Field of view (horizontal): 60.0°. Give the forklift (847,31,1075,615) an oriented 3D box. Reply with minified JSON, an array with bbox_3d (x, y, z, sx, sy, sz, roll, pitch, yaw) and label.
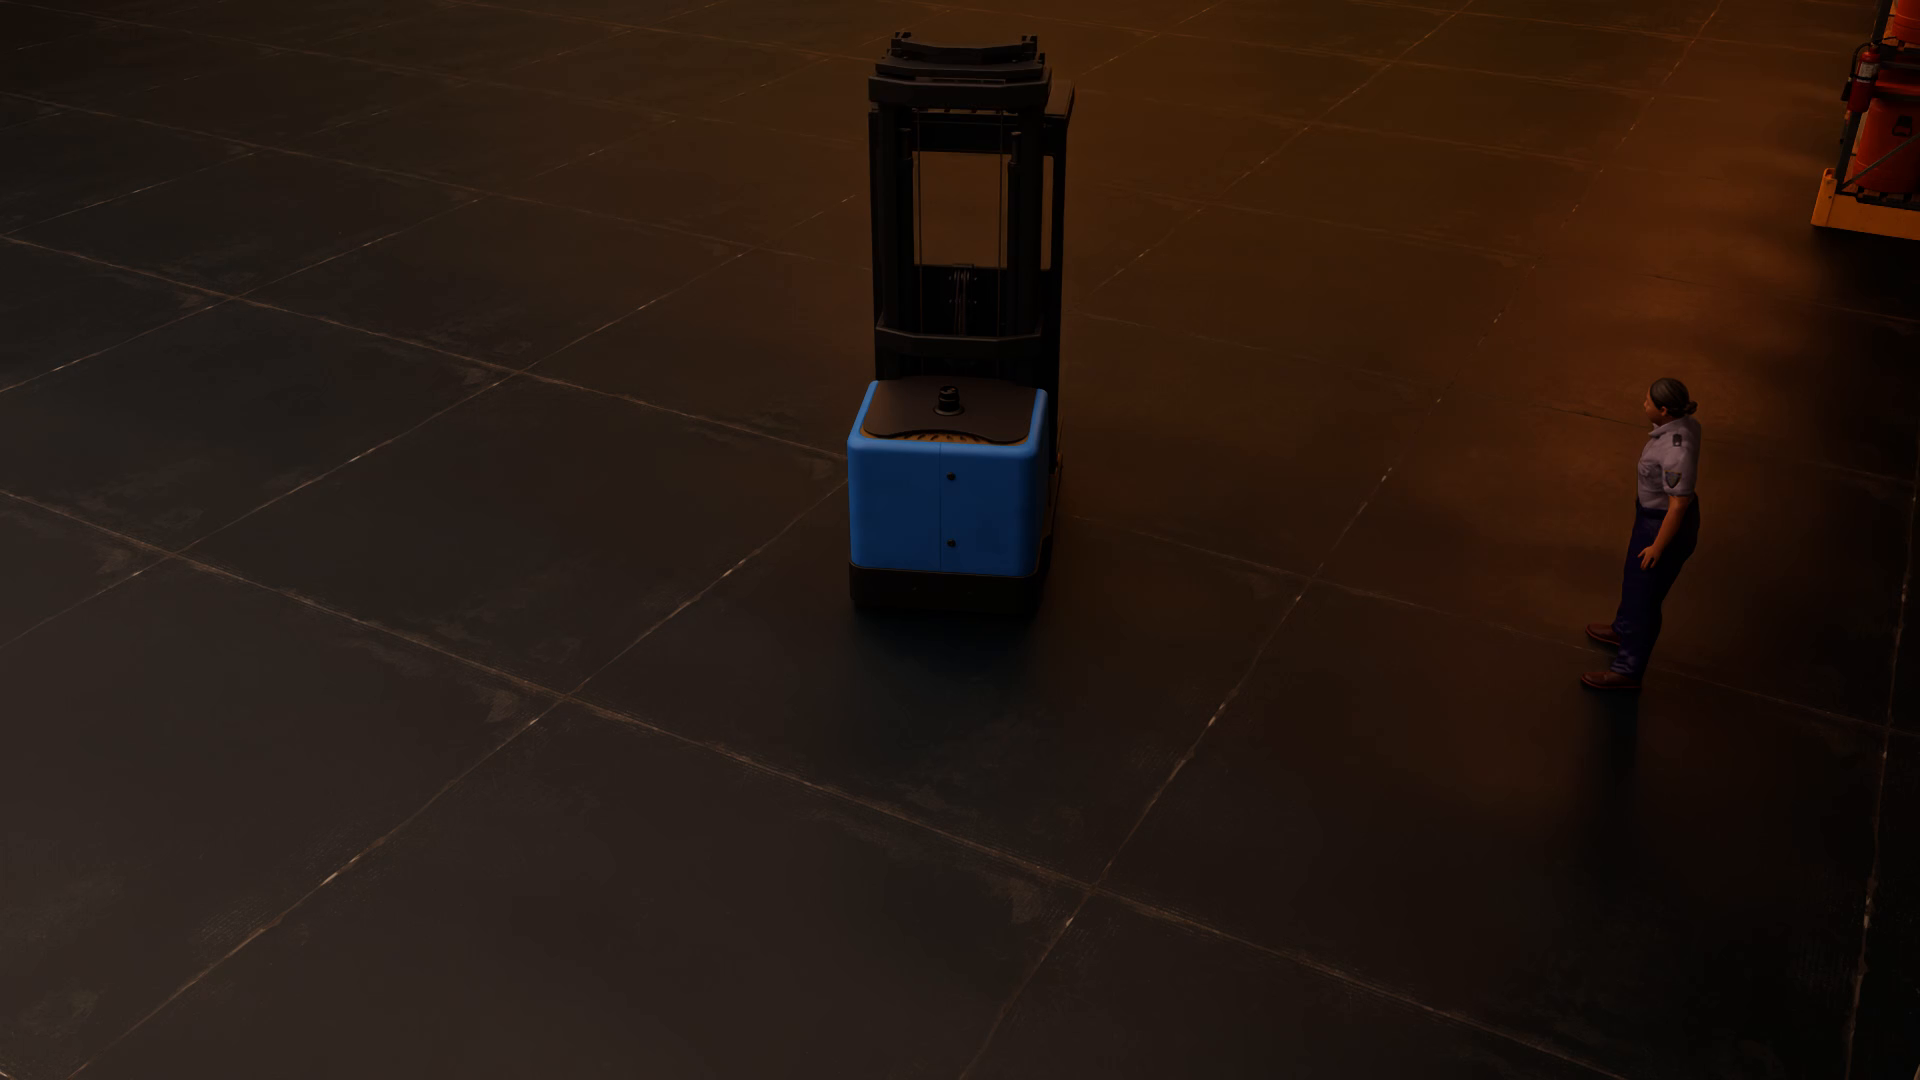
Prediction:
[{"bbox_3d":[0.072,-1.572,9.794,1.130,2.935,3.031,3,30,6],"label":"forklift"}]

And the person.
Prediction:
[{"bbox_3d":[3.520,-0.052,8.450,0.430,1.657,0.626,14,33,22],"label":"person"}]
